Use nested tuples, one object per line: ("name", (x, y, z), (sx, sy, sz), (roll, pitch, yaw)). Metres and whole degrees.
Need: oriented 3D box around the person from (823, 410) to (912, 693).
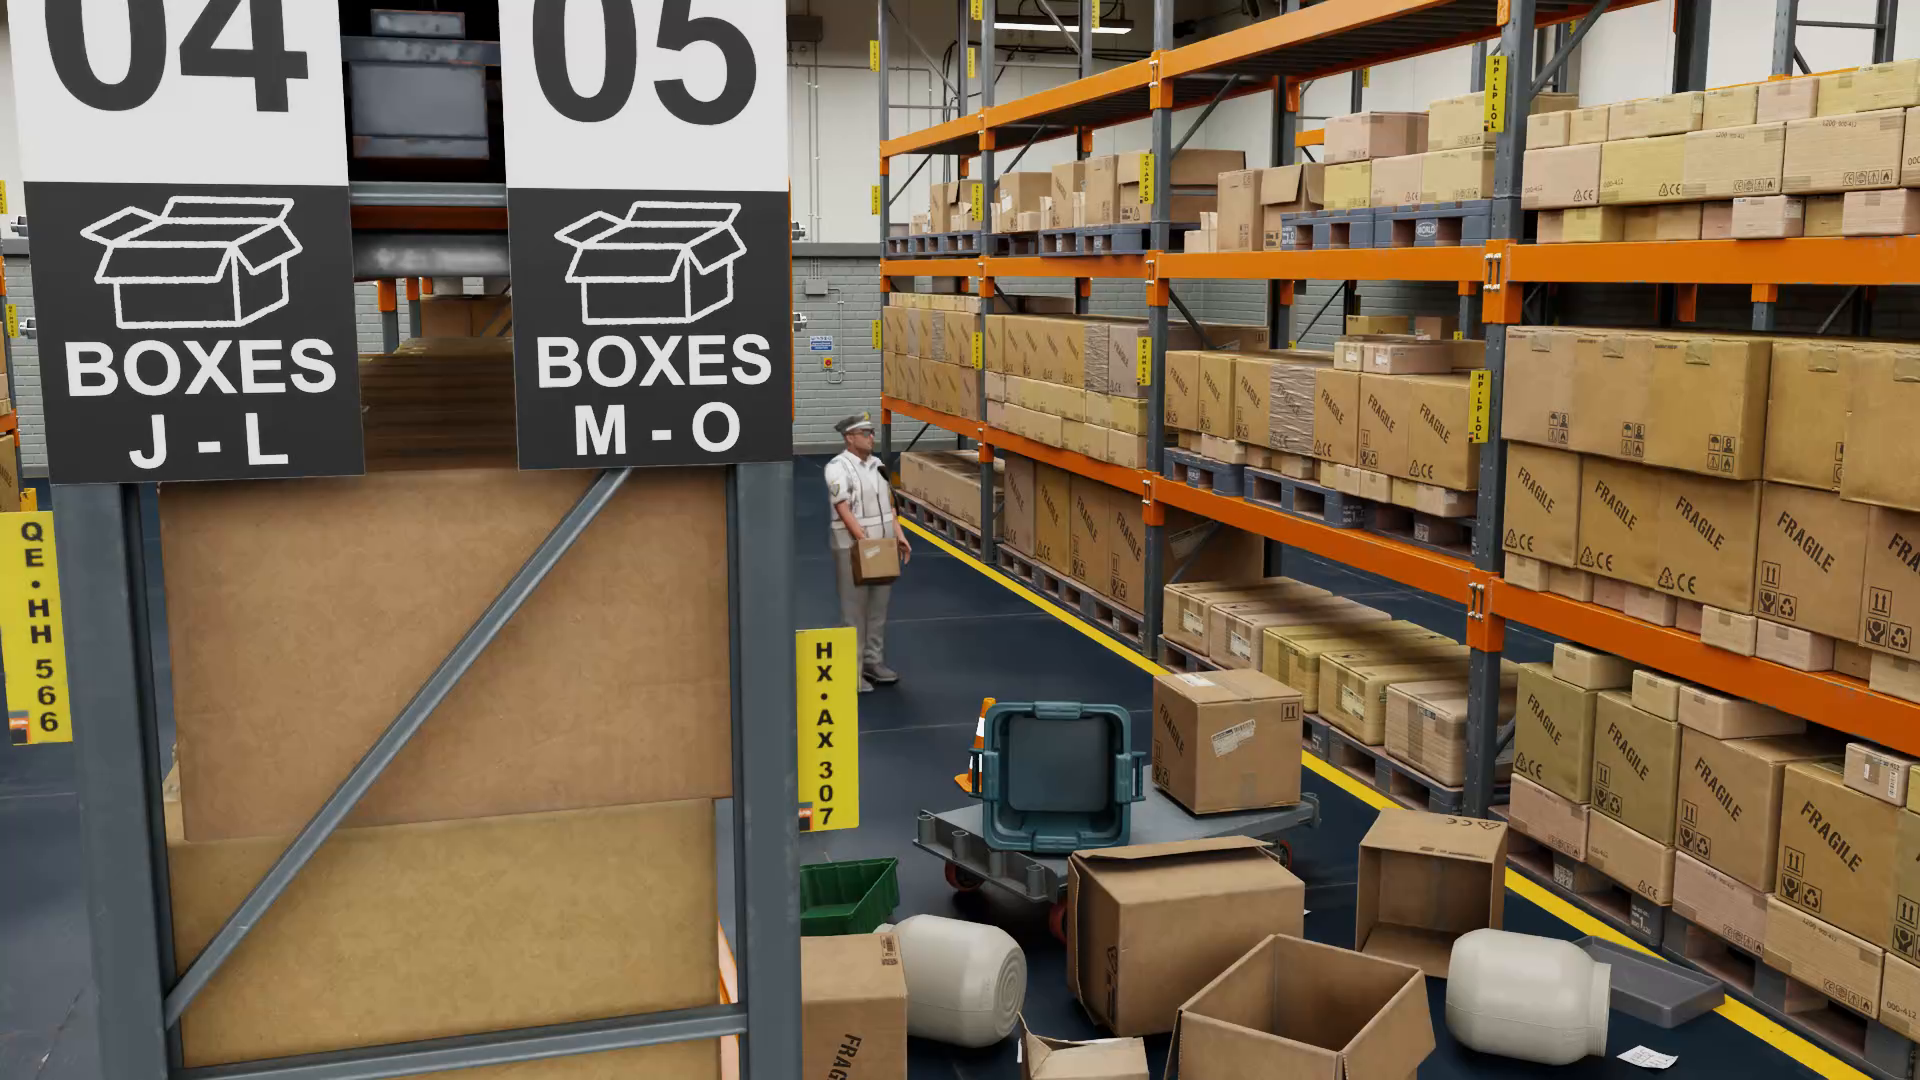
("person", (-0.616, 0.054, 10.882), (0.508, 1.790, 0.587), (7, 11, 36))
